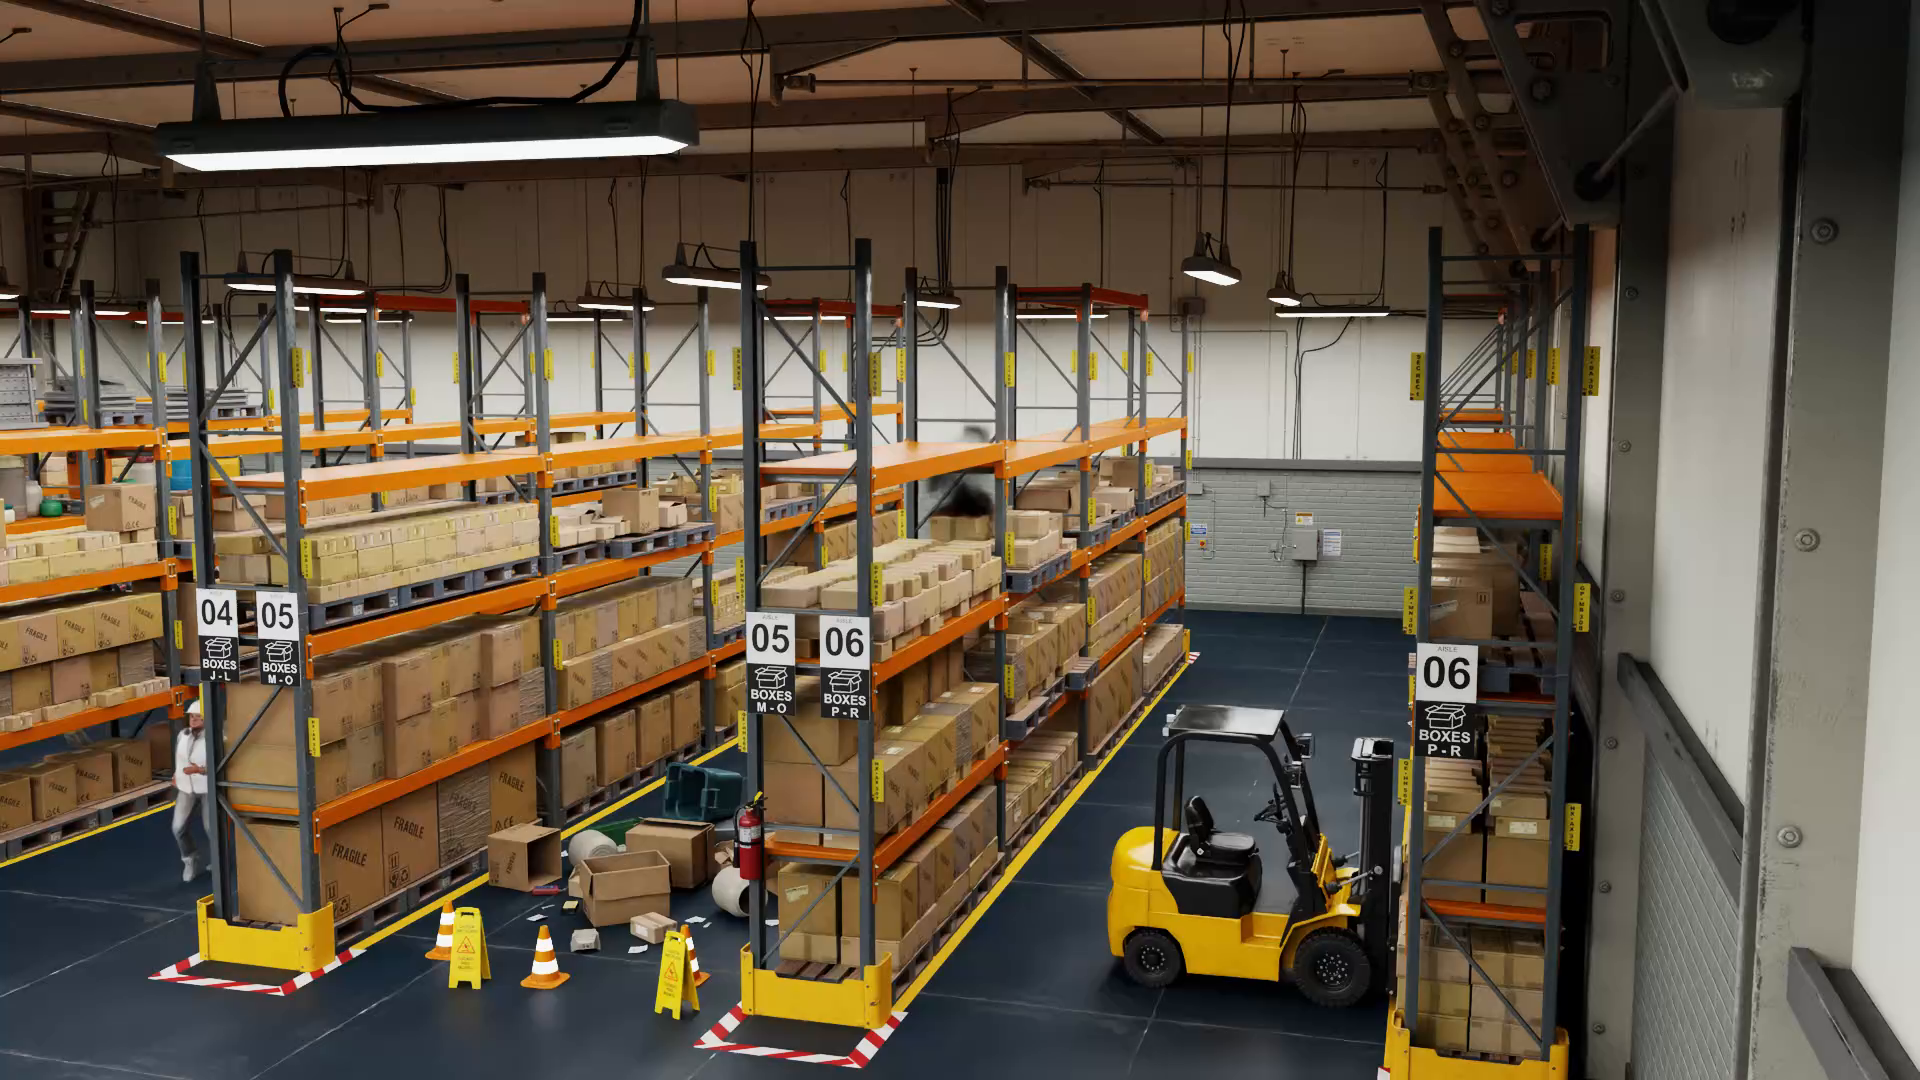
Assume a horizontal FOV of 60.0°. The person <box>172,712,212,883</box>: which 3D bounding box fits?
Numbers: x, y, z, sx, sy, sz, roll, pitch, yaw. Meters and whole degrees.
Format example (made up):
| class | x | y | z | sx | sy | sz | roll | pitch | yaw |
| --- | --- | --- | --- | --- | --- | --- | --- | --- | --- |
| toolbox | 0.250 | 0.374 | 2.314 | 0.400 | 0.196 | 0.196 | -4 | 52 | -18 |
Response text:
| class | x | y | z | sx | sy | sz | roll | pitch | yaw |
| --- | --- | --- | --- | --- | --- | --- | --- | --- | --- |
| person | -7.539 | 2.492 | 16.359 | 0.481 | 1.743 | 0.679 | 0 | 6 | 0 |
